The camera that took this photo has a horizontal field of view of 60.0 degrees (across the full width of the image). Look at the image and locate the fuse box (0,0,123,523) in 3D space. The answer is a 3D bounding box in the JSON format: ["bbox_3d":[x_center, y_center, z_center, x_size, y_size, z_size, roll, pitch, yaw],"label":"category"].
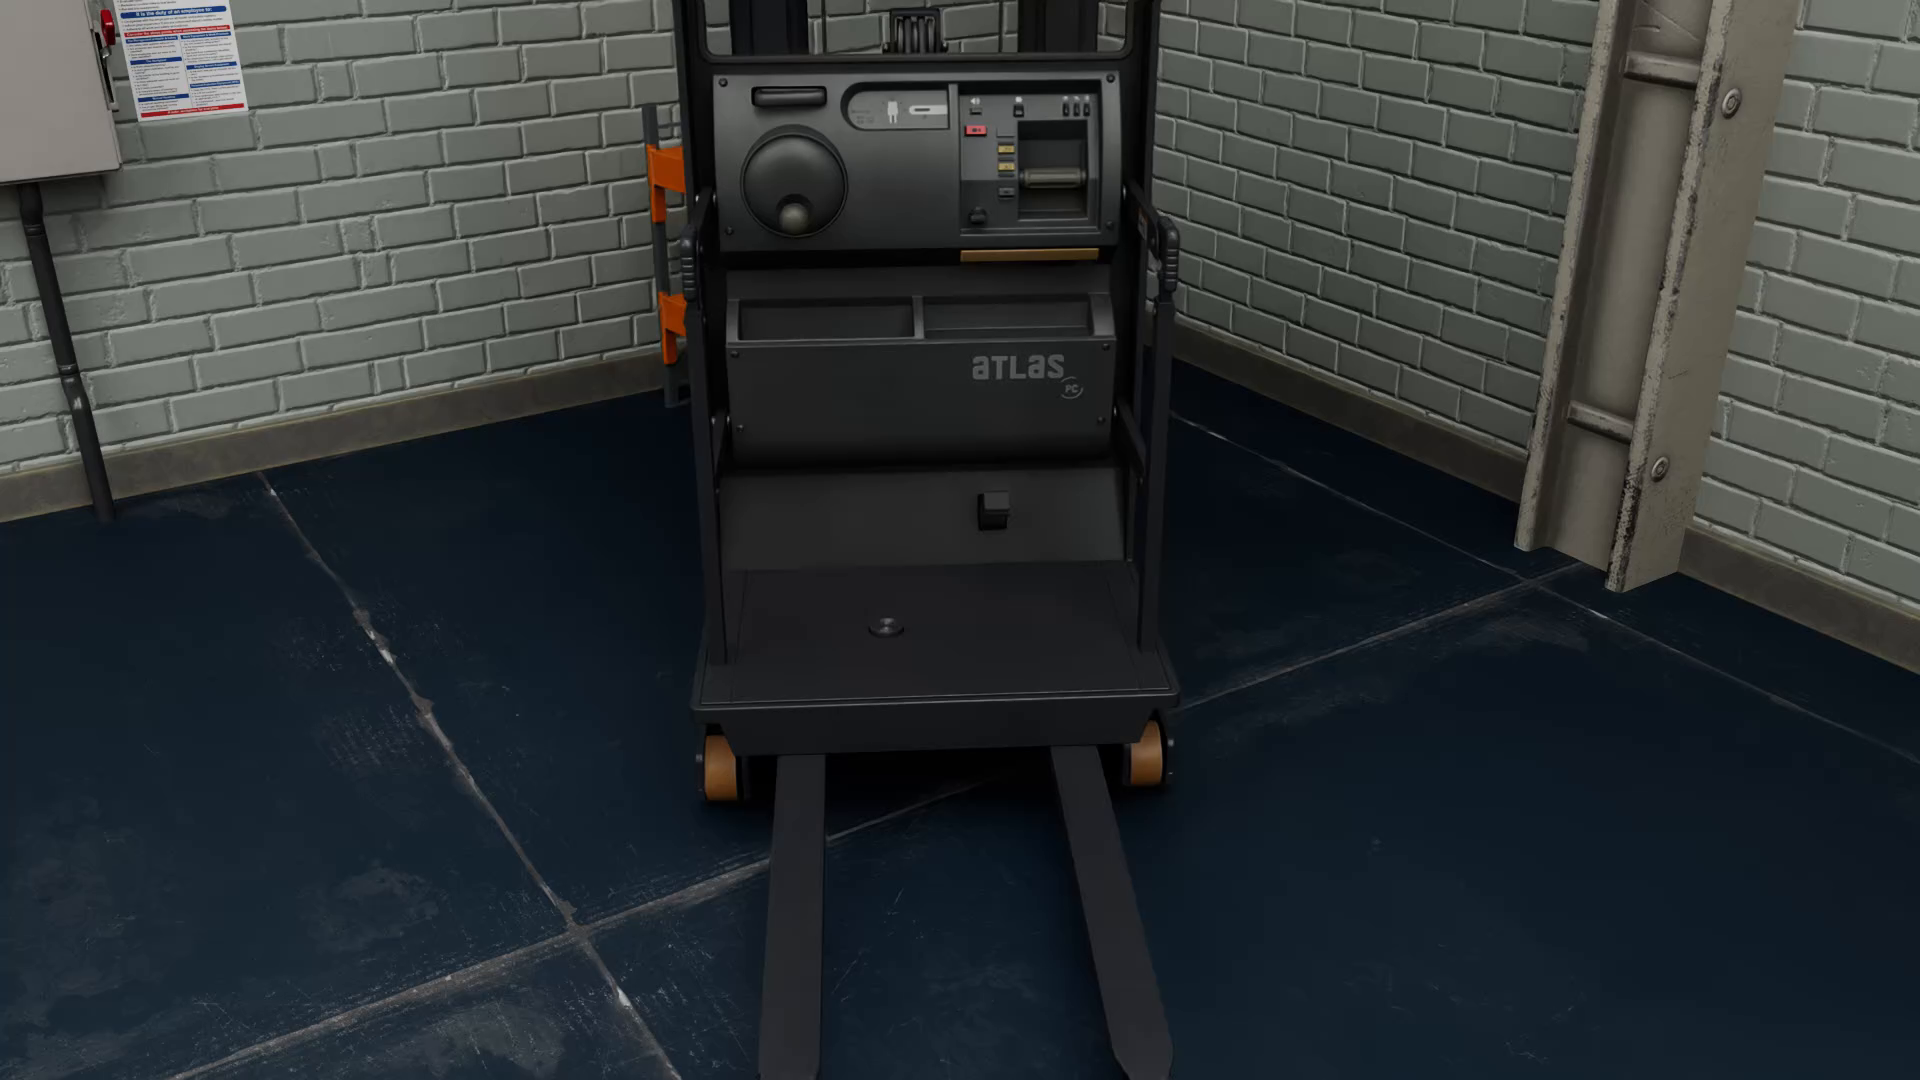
[{"bbox_3d":[-2.729,-0.839,5.022,0.539,1.711,0.414,-16,29,-30],"label":"fuse box"}]

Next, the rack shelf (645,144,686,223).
[{"bbox_3d":[-0.586,-1.187,5.762,0.538,0.278,1.000,-21,32,-37],"label":"rack shelf"}]

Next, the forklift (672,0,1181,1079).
[{"bbox_3d":[-0.078,-0.849,3.615,1.130,2.935,3.031,-2,25,-3],"label":"forklift"}]

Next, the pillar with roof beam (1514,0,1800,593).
[{"bbox_3d":[-1.638,-3.015,1.095,9.100,9.000,0.400,-16,29,-30],"label":"pillar with roof beam"}]

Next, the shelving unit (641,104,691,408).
[{"bbox_3d":[-0.586,-0.923,5.887,0.538,1.125,1.048,-21,32,-37],"label":"shelving unit"}]

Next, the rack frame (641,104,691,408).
[{"bbox_3d":[-0.925,-1.085,6.230,0.500,1.125,0.032,-21,32,-37],"label":"rack frame"}]

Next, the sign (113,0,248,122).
[{"bbox_3d":[-2.429,-1.567,5.168,0.329,0.494,0.001,-16,29,-30],"label":"sign"}]

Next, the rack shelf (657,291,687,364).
[{"bbox_3d":[-0.586,-0.702,5.991,0.538,0.278,1.000,-21,32,-37],"label":"rack shelf"}]
